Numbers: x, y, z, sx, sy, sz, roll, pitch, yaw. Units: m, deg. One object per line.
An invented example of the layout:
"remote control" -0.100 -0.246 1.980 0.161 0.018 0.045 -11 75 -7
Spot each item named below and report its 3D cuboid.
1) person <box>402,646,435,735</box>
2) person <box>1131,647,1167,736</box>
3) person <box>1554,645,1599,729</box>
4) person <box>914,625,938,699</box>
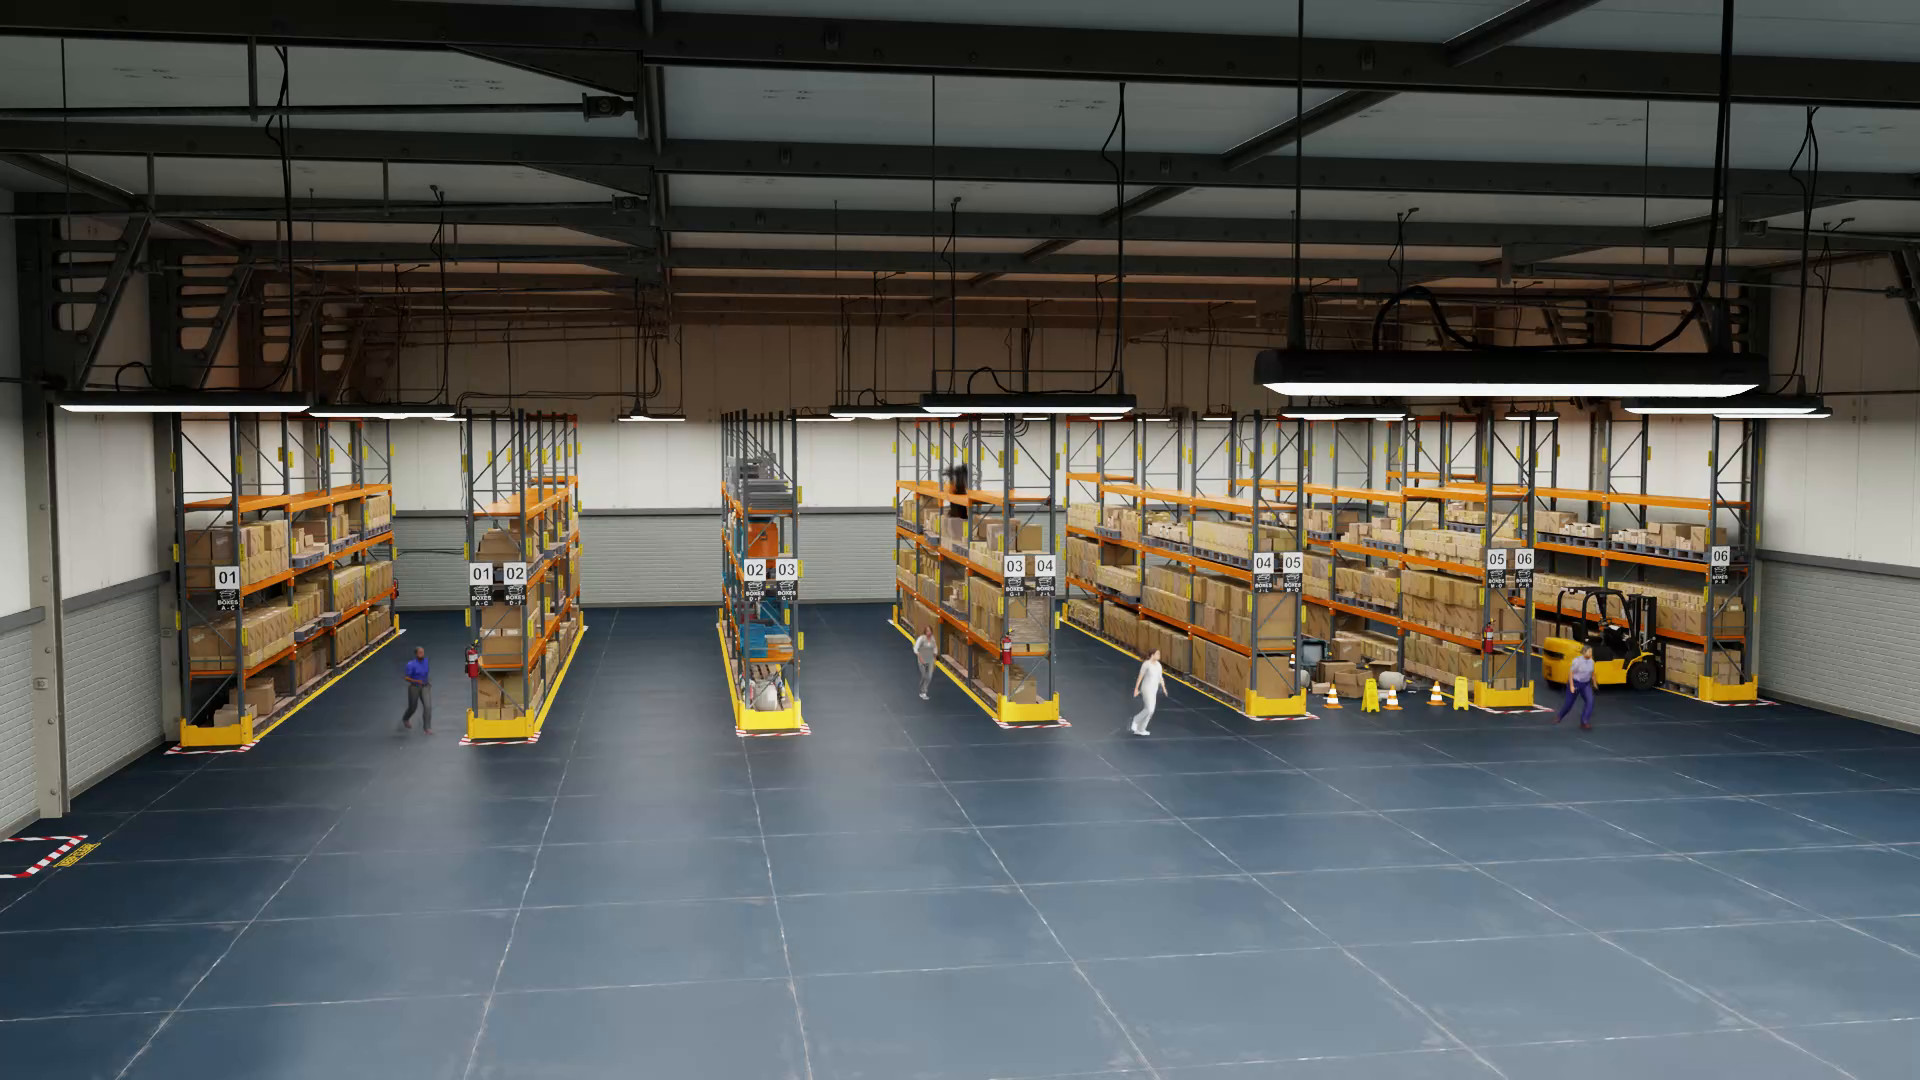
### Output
"person" -9.999 2.752 30.617 0.548 1.621 0.990 -4 5 -42
"person" 3.458 2.775 30.525 0.569 1.640 0.528 -4 5 -43
"person" 11.688 2.745 31.491 0.656 1.574 0.802 -2 4 -22
"person" -0.727 2.541 34.759 0.535 1.555 0.541 -1 4 -17
